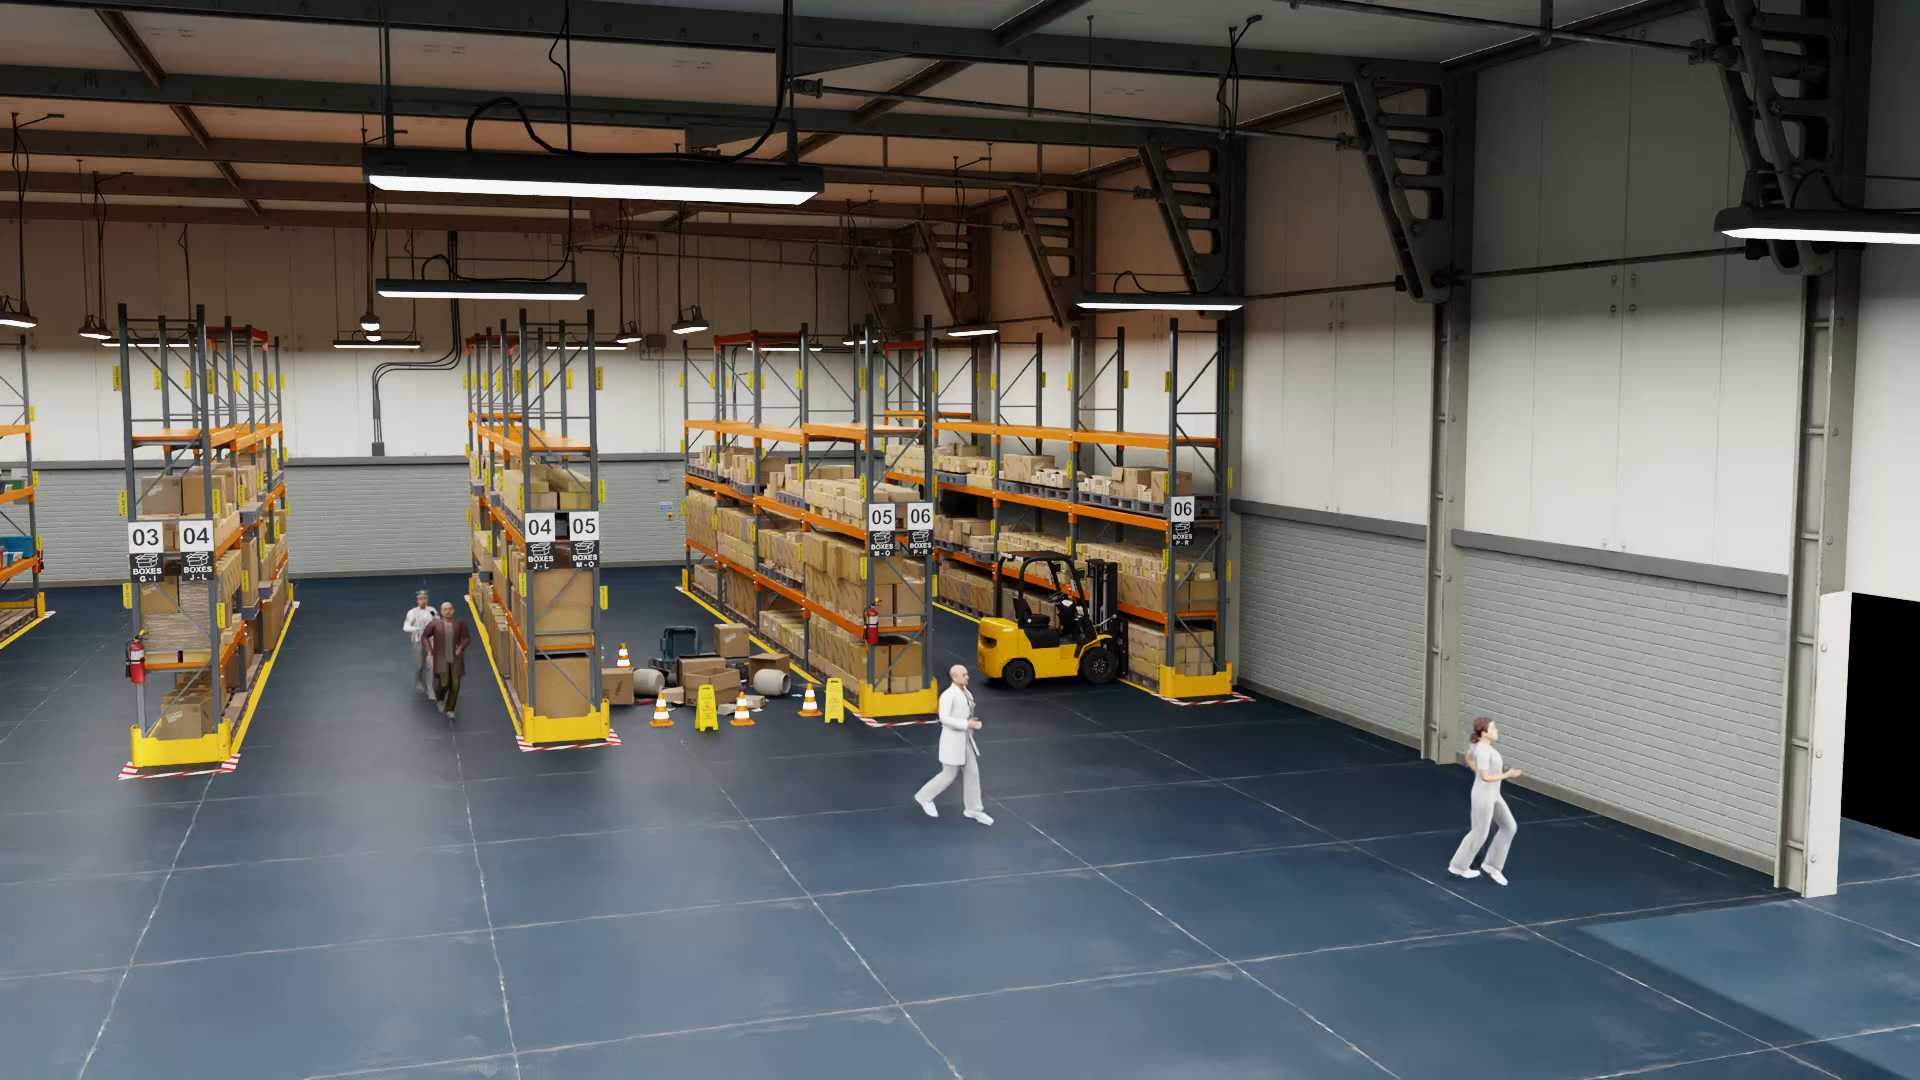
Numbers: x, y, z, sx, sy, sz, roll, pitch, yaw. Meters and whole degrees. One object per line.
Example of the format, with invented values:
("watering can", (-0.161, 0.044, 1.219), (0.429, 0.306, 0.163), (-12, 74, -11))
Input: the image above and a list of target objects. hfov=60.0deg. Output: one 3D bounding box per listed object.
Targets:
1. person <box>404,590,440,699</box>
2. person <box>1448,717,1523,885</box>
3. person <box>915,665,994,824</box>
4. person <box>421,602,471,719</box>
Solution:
("person", (-8.500, 1.628, 26.378), (0.616, 1.689, 0.878), (-3, 6, -27))
("person", (5.251, 2.603, 16.583), (0.691, 1.705, 0.544), (3, 6, 26))
("person", (-0.059, 2.314, 18.977), (0.947, 1.807, 0.732), (3, 6, 26))
("person", (-7.608, 1.833, 24.725), (0.702, 1.665, 0.627), (-3, 6, -26))
